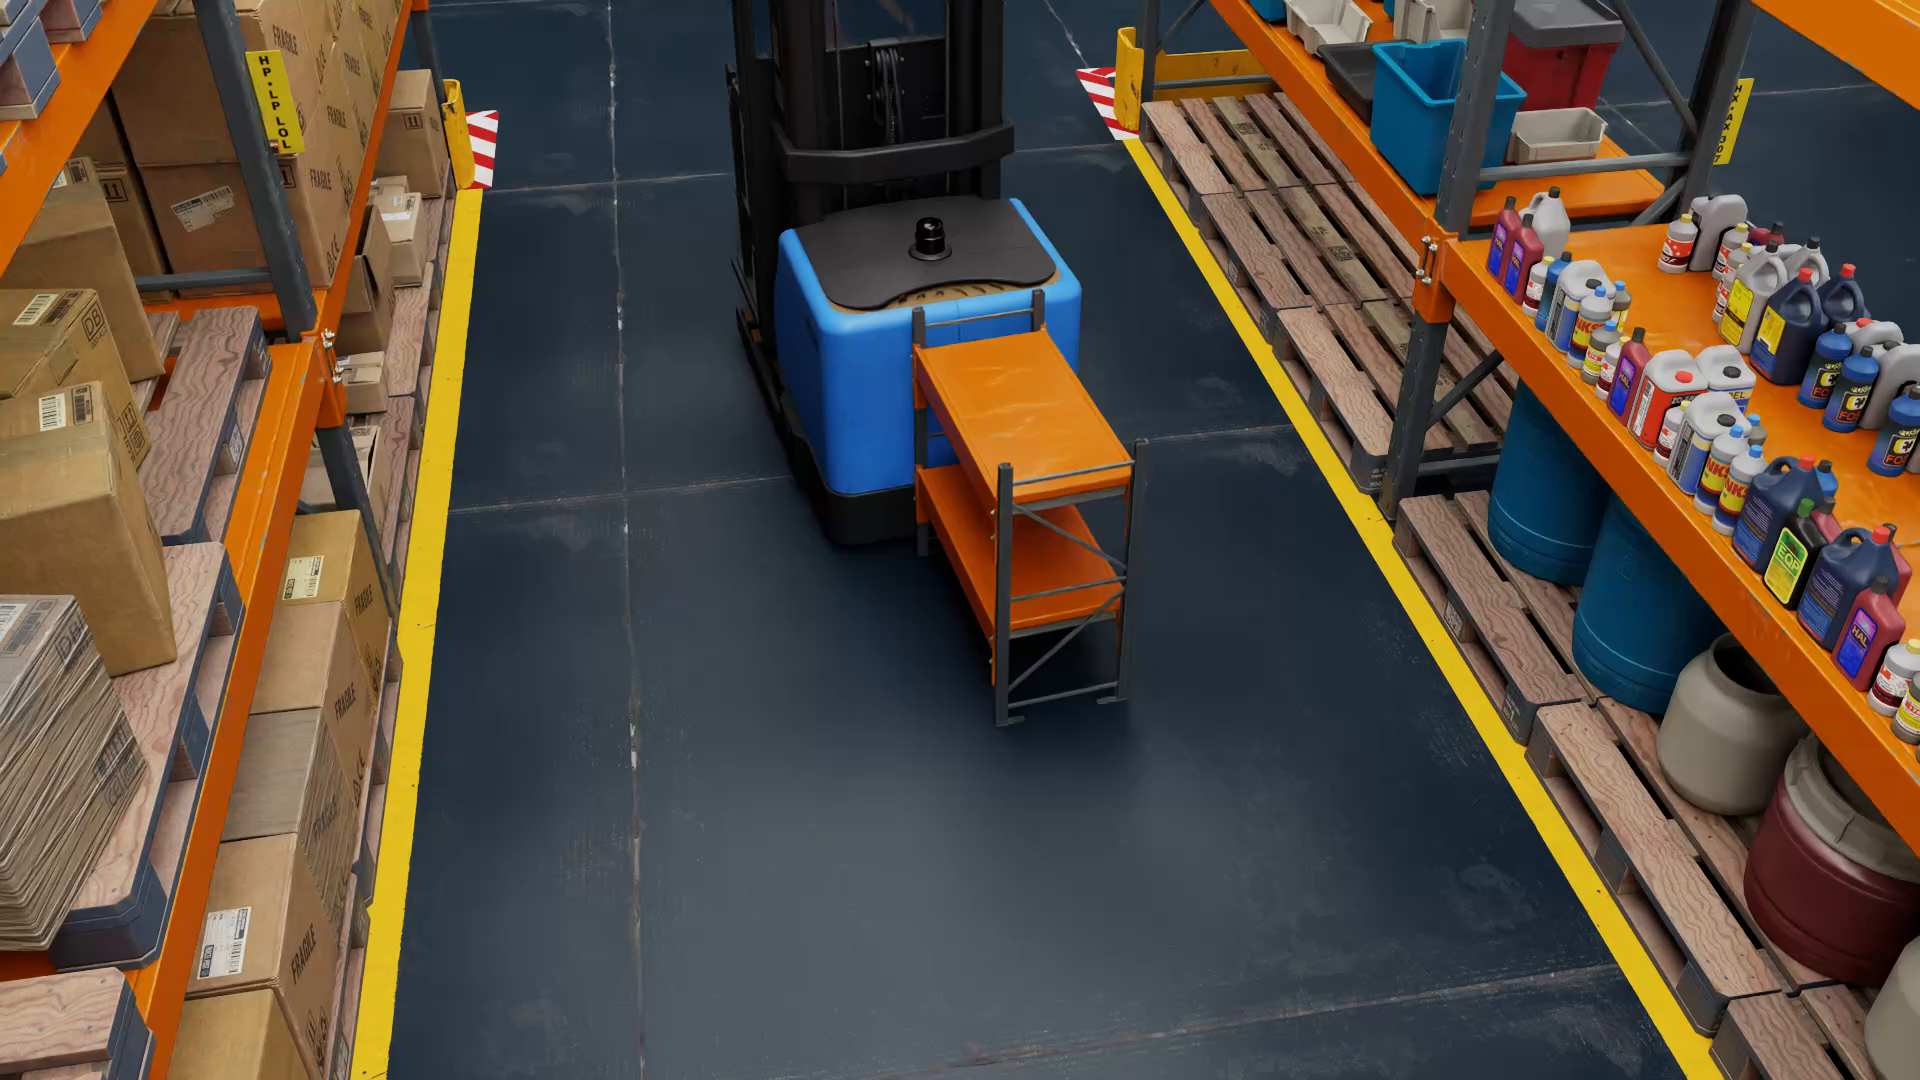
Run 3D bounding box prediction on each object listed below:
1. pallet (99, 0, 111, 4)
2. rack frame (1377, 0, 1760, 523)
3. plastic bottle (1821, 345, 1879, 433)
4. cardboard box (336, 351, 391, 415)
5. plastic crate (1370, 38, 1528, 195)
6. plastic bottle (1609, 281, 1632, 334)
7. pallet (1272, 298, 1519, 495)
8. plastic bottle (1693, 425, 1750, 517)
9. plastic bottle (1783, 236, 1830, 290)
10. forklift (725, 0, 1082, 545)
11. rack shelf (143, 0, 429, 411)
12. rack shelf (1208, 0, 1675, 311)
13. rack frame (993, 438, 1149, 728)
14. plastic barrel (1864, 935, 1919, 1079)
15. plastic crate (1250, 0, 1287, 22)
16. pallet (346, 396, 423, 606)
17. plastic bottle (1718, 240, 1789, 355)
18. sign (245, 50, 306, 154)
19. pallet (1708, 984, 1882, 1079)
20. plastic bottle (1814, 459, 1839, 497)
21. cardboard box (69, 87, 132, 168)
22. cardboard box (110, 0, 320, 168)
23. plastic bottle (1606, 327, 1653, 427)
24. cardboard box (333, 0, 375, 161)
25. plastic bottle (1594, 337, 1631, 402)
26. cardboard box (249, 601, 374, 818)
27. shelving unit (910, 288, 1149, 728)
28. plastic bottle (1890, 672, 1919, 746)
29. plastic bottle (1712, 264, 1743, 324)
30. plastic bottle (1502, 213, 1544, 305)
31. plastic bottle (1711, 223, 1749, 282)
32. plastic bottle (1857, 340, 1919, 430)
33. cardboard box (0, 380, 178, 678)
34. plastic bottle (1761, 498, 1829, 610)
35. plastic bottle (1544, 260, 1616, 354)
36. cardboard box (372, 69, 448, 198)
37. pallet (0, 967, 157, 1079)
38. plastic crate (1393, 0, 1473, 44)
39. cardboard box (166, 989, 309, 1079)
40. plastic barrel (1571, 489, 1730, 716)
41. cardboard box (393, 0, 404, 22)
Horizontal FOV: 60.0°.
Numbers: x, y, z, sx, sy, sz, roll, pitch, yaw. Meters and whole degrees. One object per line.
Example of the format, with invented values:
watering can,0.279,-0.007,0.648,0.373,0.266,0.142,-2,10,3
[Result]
pallet,-2.589,-1.524,3.975,1.213,0.211,1.003,-6,38,-8
rack frame,2.243,-1.346,6.037,1.000,3.000,0.127,-6,38,-8
plastic bottle,2.687,-0.461,5.003,0.097,0.271,0.097,0,38,0
cardboard box,-2.657,-0.668,7.116,0.380,0.166,0.250,-6,38,-8
plastic crate,1.825,-1.609,6.340,0.392,0.384,0.575,-6,38,-8
plastic bottle,2.133,-0.750,5.433,0.097,0.201,0.097,0,38,0
pallet,2.076,-0.685,7.459,1.003,0.211,1.213,-6,38,-8
plastic bottle,2.145,-0.202,4.670,0.097,0.271,0.097,0,38,0
plastic bottle,2.726,-0.806,5.383,0.144,0.351,0.185,-6,38,-8
forklift,-0.436,-2.046,6.995,1.130,2.935,3.031,-10,39,-13
rack shelf,-2.985,-1.739,7.130,1.077,0.370,4.000,-6,38,-8
rack shelf,1.892,-2.270,7.813,1.077,0.370,4.000,-6,38,-8
rack frame,0.362,0.169,5.615,0.500,1.125,0.032,-10,39,-13
plastic barrel,2.655,1.262,4.367,0.421,0.512,0.421,0,38,0
plastic crate,1.544,-2.558,7.686,0.416,0.233,0.300,-6,38,-8
pallet,-2.754,-0.129,6.744,1.003,0.211,1.213,-6,38,-8
plastic bottle,2.584,-0.791,5.363,0.144,0.351,0.185,-6,38,-8
sign,-2.089,-1.334,5.079,0.100,0.325,0.005,-6,38,-8
pallet,2.765,1.700,4.390,1.003,0.211,1.213,-6,38,-8
plastic bottle,2.321,-0.100,4.539,0.097,0.271,0.097,0,38,0
cardboard box,-2.978,-1.527,5.374,0.500,0.500,0.500,-6,38,-8
cardboard box,-2.440,-1.565,5.422,0.500,0.500,0.500,-5,38,-7
plastic bottle,2.043,-0.496,5.039,0.061,0.283,0.133,-6,38,-8
cardboard box,-2.634,-1.803,6.545,0.500,0.500,0.500,-6,38,-8
plastic bottle,2.041,-0.535,5.156,0.097,0.201,0.097,0,38,0
cardboard box,-2.187,0.565,5.257,0.500,0.500,0.500,-6,38,-8
shelving unit,0.215,-0.129,6.000,0.538,1.125,1.048,-10,39,-13
plastic bottle,2.308,0.386,3.970,0.097,0.201,0.097,0,38,0
plastic bottle,2.575,-0.819,5.521,0.097,0.201,0.097,0,38,0
plastic bottle,1.910,-0.952,5.625,0.061,0.283,0.133,-6,38,-8
plastic bottle,2.677,-0.997,5.750,0.097,0.201,0.097,0,38,0
plastic bottle,2.806,-0.487,5.033,0.152,0.276,0.135,-6,38,-8
cardboard box,-2.264,0.040,3.830,0.700,0.500,0.500,-16,41,-19
plastic bottle,2.197,0.035,4.355,0.061,0.283,0.133,-6,38,-8
plastic bottle,2.013,-0.755,5.378,0.152,0.276,0.135,-6,38,-8
cardboard box,-2.998,-2.116,8.708,0.500,0.500,0.500,-6,38,-8
pallet,-2.121,1.275,2.821,1.213,0.211,1.003,-6,38,-8
plastic crate,2.156,-2.265,7.268,0.437,0.282,0.530,-6,38,-8
cardboard box,-1.912,1.489,4.067,0.500,0.500,0.500,-7,38,-9
plastic barrel,2.446,0.075,5.576,0.600,0.901,0.708,-6,38,-8
cardboard box,-2.895,-2.717,7.720,0.500,0.500,0.500,-6,38,-8
